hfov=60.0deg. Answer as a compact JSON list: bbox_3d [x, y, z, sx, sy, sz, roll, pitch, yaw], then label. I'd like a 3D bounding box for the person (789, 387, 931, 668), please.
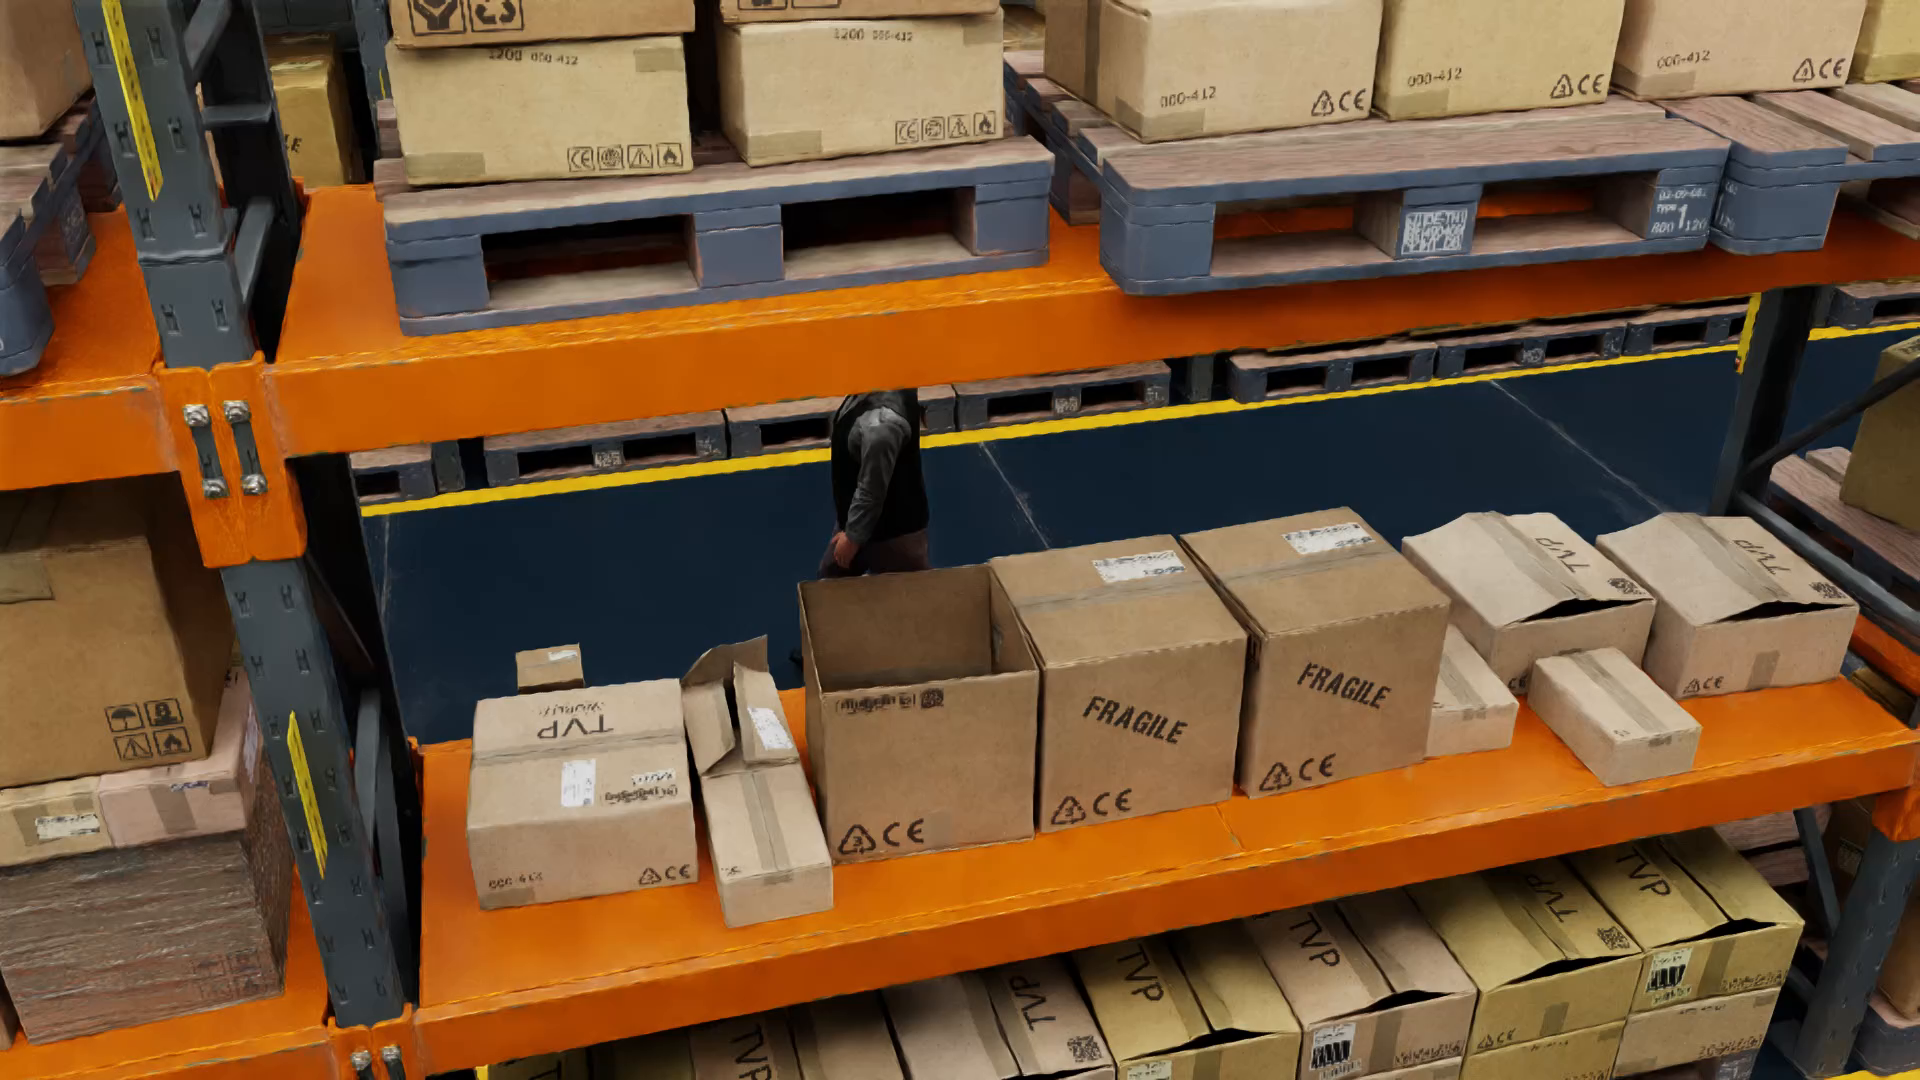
[{"bbox_3d":[-0.290,-0.093,6.347,0.799,1.688,0.603,-3,30,-5],"label":"person"}]
